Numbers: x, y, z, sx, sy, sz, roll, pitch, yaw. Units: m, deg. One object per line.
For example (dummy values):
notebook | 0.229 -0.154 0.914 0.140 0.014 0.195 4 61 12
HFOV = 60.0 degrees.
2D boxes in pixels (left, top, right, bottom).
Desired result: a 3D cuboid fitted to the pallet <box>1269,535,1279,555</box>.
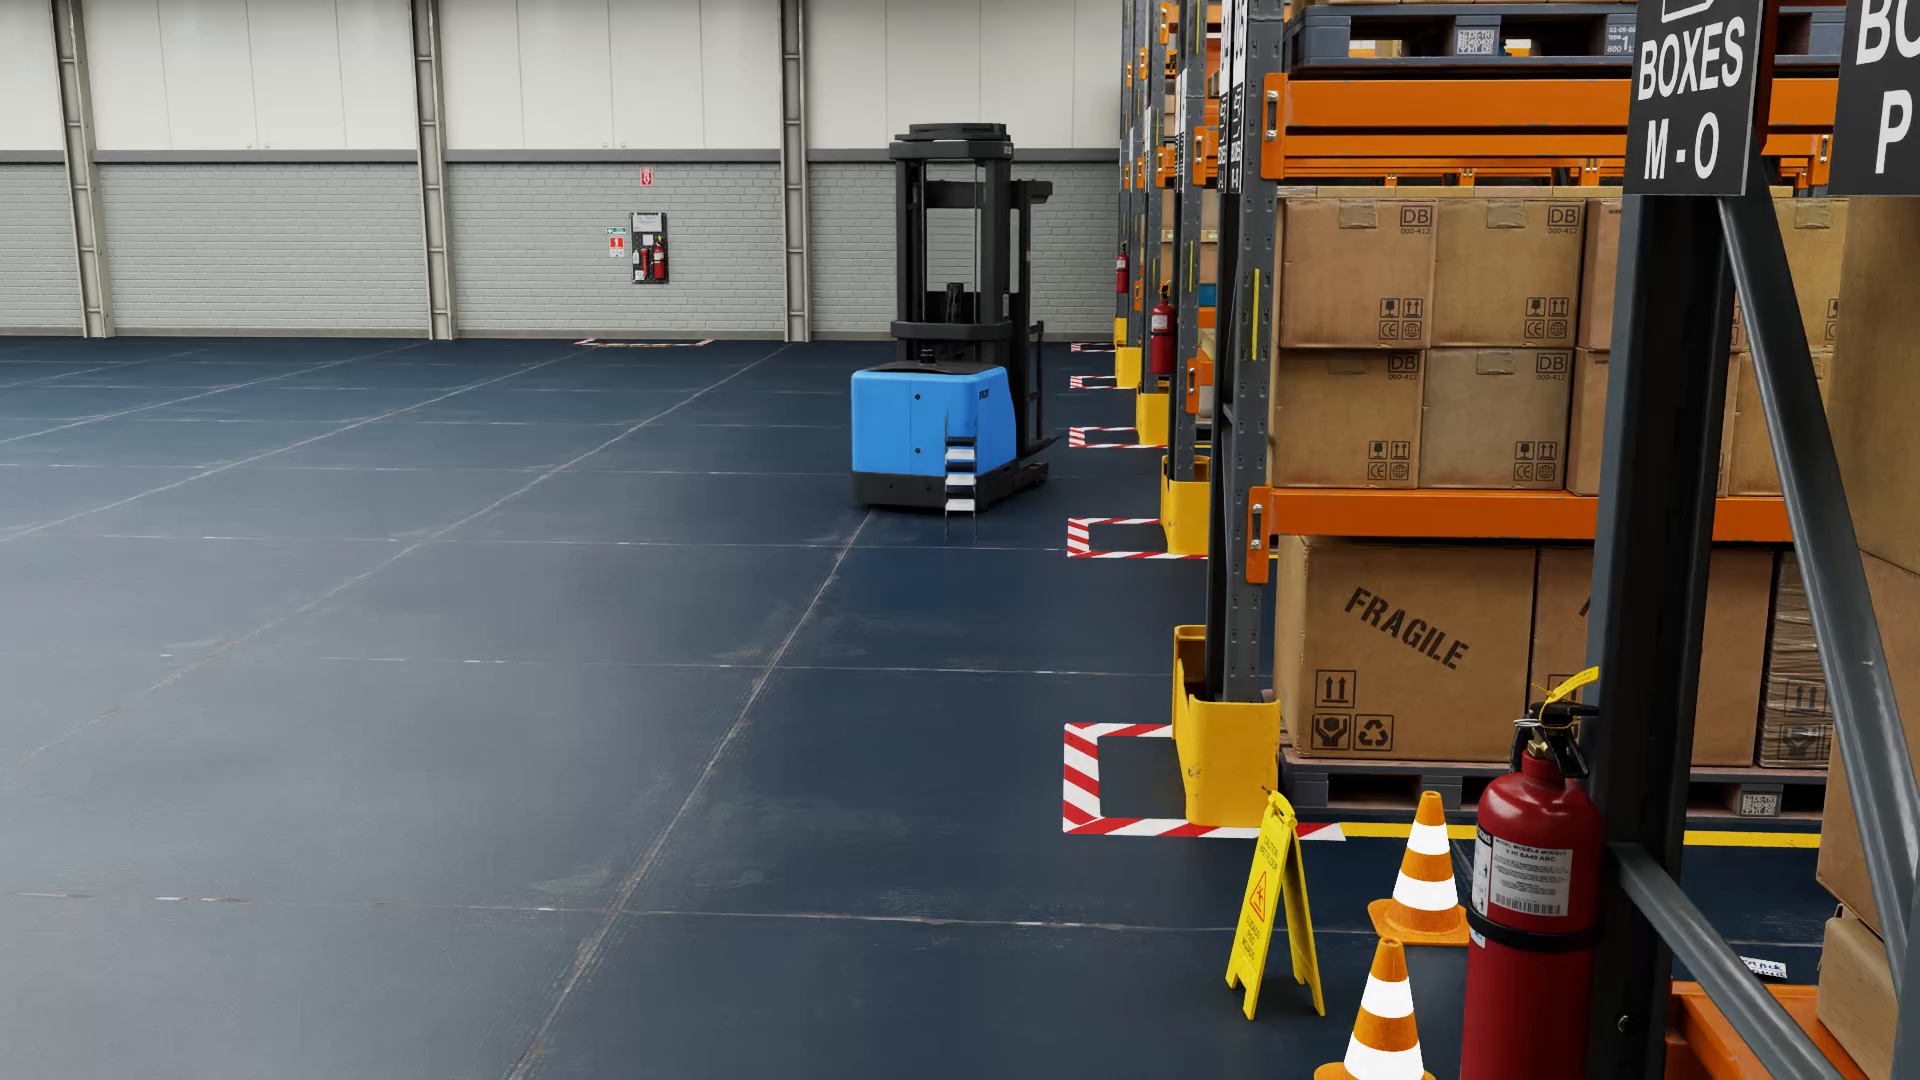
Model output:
pallet | 2.438 -0.101 11.737 1.213 0.211 1.003 1 12 4

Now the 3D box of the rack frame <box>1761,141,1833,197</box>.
rack frame | 5.545 -1.431 11.282 0.127 3.000 1.000 1 12 4

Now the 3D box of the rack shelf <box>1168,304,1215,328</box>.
rack shelf | 3.880 -2.118 16.324 4.000 0.370 1.077 1 12 4

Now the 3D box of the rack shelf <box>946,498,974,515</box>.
rack shelf | 0.008 -0.232 11.719 0.200 0.077 0.258 1 12 4

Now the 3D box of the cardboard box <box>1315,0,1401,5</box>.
cardboard box | 1.442 -2.003 6.036 0.250 0.149 0.380 1 12 4

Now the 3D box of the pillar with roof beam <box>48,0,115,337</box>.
pillar with roof beam | -14.945 -6.992 23.214 0.400 9.000 9.100 1 12 4

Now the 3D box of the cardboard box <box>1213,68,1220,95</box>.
cardboard box | 1.813 -3.025 10.968 0.250 0.149 0.380 1 12 3

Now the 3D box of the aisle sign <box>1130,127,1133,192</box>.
aisle sign | 2.133 -4.720 20.658 0.004 0.787 0.394 1 12 4

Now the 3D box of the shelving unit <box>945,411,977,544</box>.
shelving unit | 0.008 -0.440 11.675 0.210 0.900 0.258 1 12 4

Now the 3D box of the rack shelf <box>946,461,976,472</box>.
rack shelf | 0.008 -0.496 11.664 0.200 0.077 0.258 1 12 4

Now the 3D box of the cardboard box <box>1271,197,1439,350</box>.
cardboard box | 1.489 -1.063 6.519 0.550 0.550 0.875 1 12 4

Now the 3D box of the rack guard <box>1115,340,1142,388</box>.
rack guard | 2.195 -2.286 21.476 0.348 0.500 1.175 1 12 4

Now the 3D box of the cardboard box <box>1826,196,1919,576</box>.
cardboard box | 1.416 -0.183 1.902 0.500 0.500 0.700 0 12 2

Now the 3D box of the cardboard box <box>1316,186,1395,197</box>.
cardboard box | 2.583 -2.098 11.059 0.500 0.500 0.500 1 12 4

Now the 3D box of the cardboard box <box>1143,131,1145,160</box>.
cardboard box | 2.864 -5.993 25.471 0.500 0.500 0.500 1 12 5

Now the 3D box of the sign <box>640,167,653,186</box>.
sign | -5.148 -5.967 27.308 0.199 0.298 0.001 1 12 4

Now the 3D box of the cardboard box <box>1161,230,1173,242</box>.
cardboard box | 2.596 -3.826 20.906 0.250 0.149 0.380 1 12 3

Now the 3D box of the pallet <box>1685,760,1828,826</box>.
pallet | 3.138 0.903 6.934 1.213 0.211 1.003 1 12 4

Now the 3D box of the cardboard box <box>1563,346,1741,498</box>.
cardboard box | 2.595 -0.515 6.537 0.550 0.550 0.875 1 12 4

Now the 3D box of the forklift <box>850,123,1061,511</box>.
forklift | 0.117 -1.917 13.772 1.130 2.935 3.031 4 12 19

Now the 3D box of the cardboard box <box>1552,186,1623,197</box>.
cardboard box | 4.080 -2.078 10.965 0.500 0.500 0.500 1 12 4

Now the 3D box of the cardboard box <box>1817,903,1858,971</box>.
cardboard box | 2.813 1.268 4.479 0.637 0.503 0.797 -9 15 -35

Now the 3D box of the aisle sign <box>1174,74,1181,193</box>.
aisle sign | 1.512 -2.820 11.575 0.004 0.787 0.394 1 12 4

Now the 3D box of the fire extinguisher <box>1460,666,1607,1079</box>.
fire extinguisher | 0.808 0.481 2.331 0.183 0.674 0.296 1 12 4

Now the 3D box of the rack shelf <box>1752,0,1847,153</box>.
rack shelf | 2.887 -0.550 1.501 4.000 0.370 1.077 1 12 4

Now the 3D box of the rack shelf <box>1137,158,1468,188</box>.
rack shelf | 4.215 -4.598 20.854 4.000 0.370 1.077 1 12 4

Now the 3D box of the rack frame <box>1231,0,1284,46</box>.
rack frame | 1.121 -3.410 6.092 0.127 3.000 1.000 1 12 4

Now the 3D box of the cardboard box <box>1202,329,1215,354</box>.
cardboard box | 1.852 -1.401 11.753 0.250 0.149 0.380 1 12 4

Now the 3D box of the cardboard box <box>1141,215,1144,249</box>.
cardboard box | 3.003 -4.757 25.669 0.500 0.500 0.500 1 12 4

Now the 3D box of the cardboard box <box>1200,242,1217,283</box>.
cardboard box | 3.209 -3.543 21.136 0.500 0.500 0.700 1 12 5

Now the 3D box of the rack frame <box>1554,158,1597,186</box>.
rack frame | 5.876 -2.443 16.120 0.127 3.000 1.000 1 12 4

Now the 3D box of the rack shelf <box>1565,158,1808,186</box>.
rack shelf | 7.871 -3.531 15.755 4.000 0.370 1.077 1 12 4

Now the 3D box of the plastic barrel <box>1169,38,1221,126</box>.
plastic barrel | 2.378 -4.401 16.079 0.708 0.830 0.600 1 12 4

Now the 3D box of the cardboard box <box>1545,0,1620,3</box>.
cardboard box | 2.199 -1.993 5.988 0.250 0.149 0.380 1 12 4

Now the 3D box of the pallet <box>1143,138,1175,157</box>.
pallet | 2.923 -4.919 20.849 1.213 0.211 1.003 1 12 4

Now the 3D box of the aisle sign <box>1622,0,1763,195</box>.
aisle sign | 0.849 -0.794 1.887 0.004 0.787 0.394 1 12 4

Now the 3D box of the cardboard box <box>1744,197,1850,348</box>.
cardboard box | 3.131 -1.058 6.496 0.500 0.550 0.875 1 12 4

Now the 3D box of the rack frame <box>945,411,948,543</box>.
rack frame | -0.093 -0.442 11.682 0.006 0.900 0.240 1 12 4

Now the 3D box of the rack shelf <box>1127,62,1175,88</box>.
rack shelf | 4.542 -7.077 25.386 4.000 0.370 1.077 1 12 4

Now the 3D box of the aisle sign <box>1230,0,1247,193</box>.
aisle sign | 1.031 -1.686 6.152 0.004 0.787 0.394 1 12 4

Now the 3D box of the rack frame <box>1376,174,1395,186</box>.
rack frame | 6.538 -4.467 25.795 0.127 3.000 1.000 1 12 4

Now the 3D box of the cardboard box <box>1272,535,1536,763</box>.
cardboard box | 1.802 0.356 6.901 0.875 0.875 0.875 1 12 4

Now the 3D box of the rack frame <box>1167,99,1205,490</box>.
rack frame | 1.554 -1.486 11.544 0.127 3.000 1.000 1 12 4

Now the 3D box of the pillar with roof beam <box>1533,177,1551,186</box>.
pillar with roof beam | 9.002 -6.663 21.645 0.400 9.000 9.100 1 12 4

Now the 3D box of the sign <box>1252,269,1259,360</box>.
sign | 1.078 -0.823 6.068 0.005 0.325 0.100 1 12 4

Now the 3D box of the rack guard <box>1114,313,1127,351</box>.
rack guard | 2.622 -3.297 26.308 0.348 0.500 1.175 1 12 4

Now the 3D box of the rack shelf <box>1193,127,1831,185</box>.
rack shelf | 3.549 -2.574 11.180 4.000 0.370 1.077 1 12 4

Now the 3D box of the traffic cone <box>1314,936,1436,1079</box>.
traffic cone | 1.142 1.292 4.463 0.334 0.463 0.336 1 12 4

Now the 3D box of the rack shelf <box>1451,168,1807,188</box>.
rack shelf | 8.206 -4.543 20.593 4.000 0.370 1.077 1 12 4

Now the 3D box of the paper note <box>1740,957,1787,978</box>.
paper note | 2.531 1.348 5.253 0.142 0.017 0.144 5 13 23
